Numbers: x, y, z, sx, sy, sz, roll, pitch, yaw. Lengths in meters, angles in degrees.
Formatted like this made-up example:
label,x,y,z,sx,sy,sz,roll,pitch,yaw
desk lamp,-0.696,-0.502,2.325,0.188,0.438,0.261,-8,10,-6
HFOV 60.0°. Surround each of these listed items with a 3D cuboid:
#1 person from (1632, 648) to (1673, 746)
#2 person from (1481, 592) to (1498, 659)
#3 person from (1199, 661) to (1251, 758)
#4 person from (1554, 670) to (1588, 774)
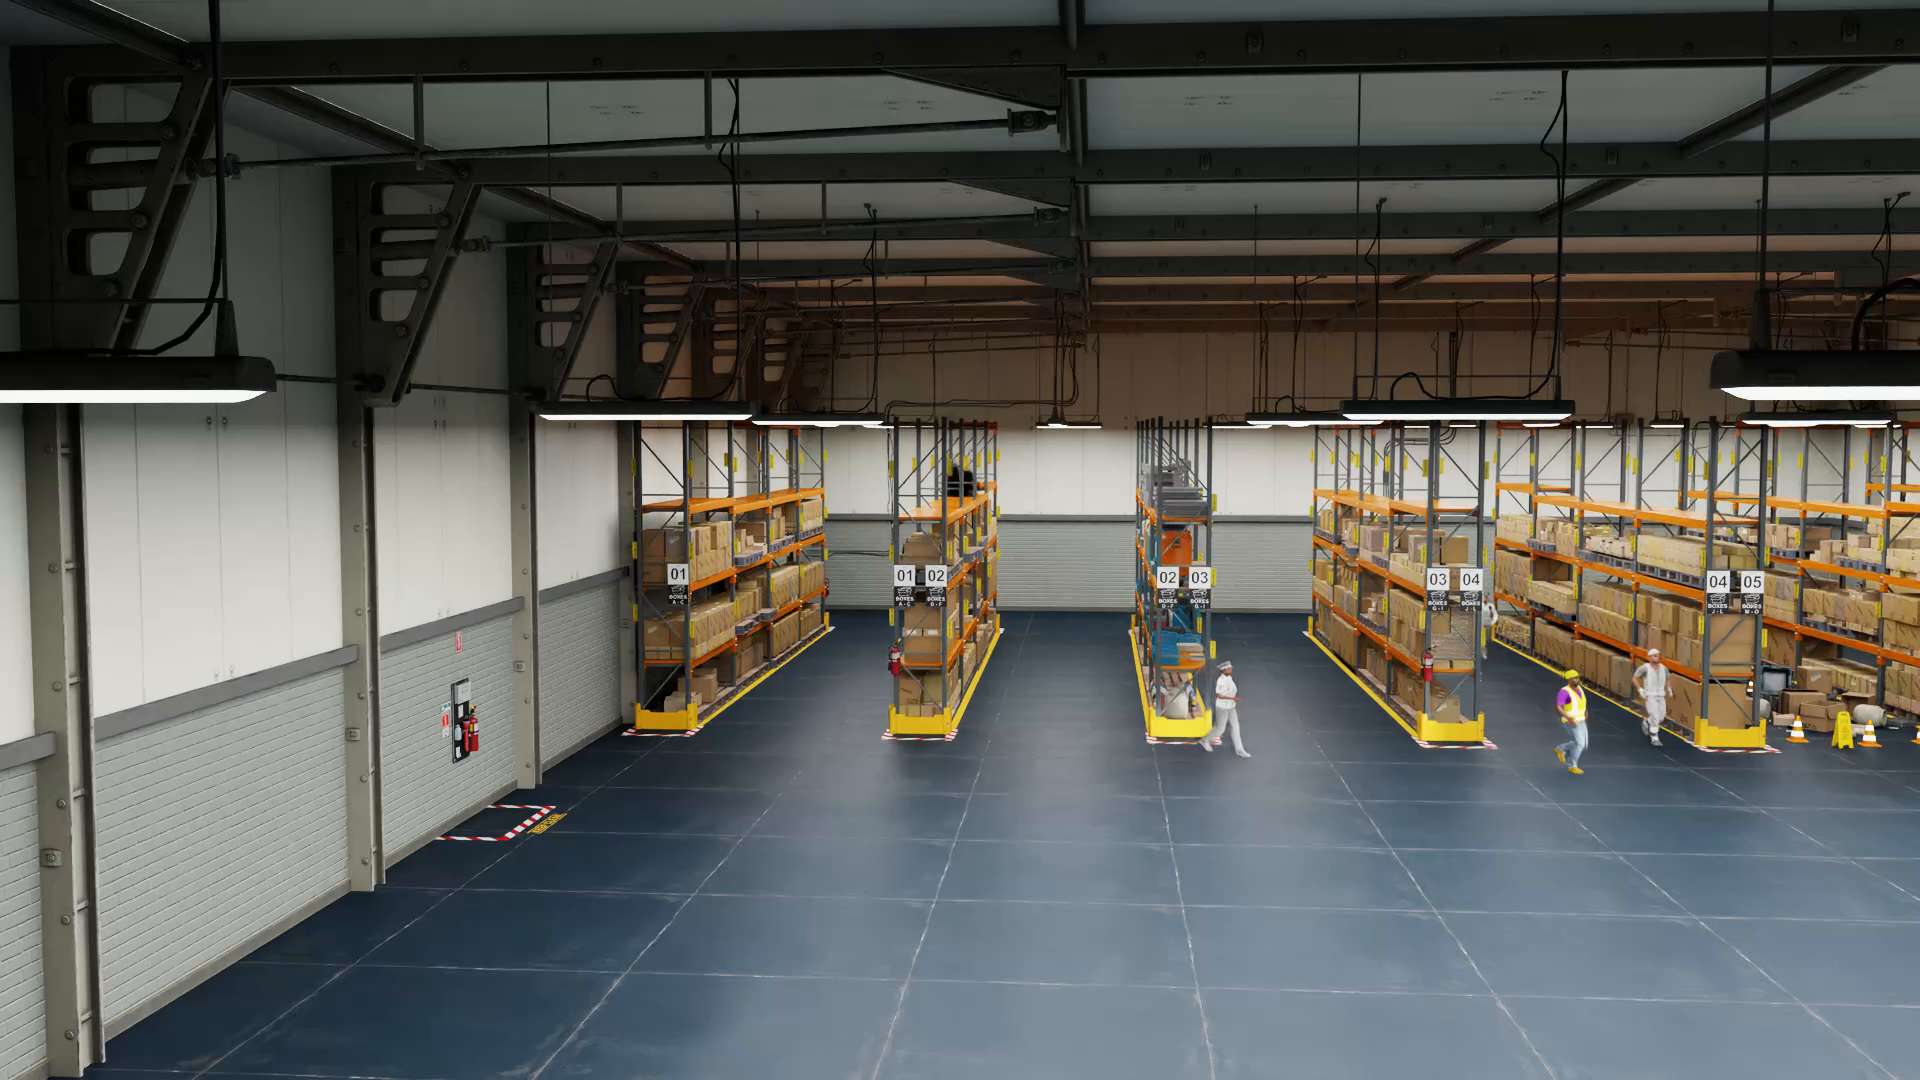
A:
label,x,y,z,sx,sy,sz,roll,pitch,yaw
person,12.661,2.848,30.429,0.691,1.748,0.804,0,4,-7
person,13.298,2.152,42.130,0.637,1.677,0.725,1,4,8
person,4.653,2.949,29.188,0.947,1.680,0.594,3,5,35
person,10.266,3.038,27.980,0.693,1.732,0.561,-3,5,-40
